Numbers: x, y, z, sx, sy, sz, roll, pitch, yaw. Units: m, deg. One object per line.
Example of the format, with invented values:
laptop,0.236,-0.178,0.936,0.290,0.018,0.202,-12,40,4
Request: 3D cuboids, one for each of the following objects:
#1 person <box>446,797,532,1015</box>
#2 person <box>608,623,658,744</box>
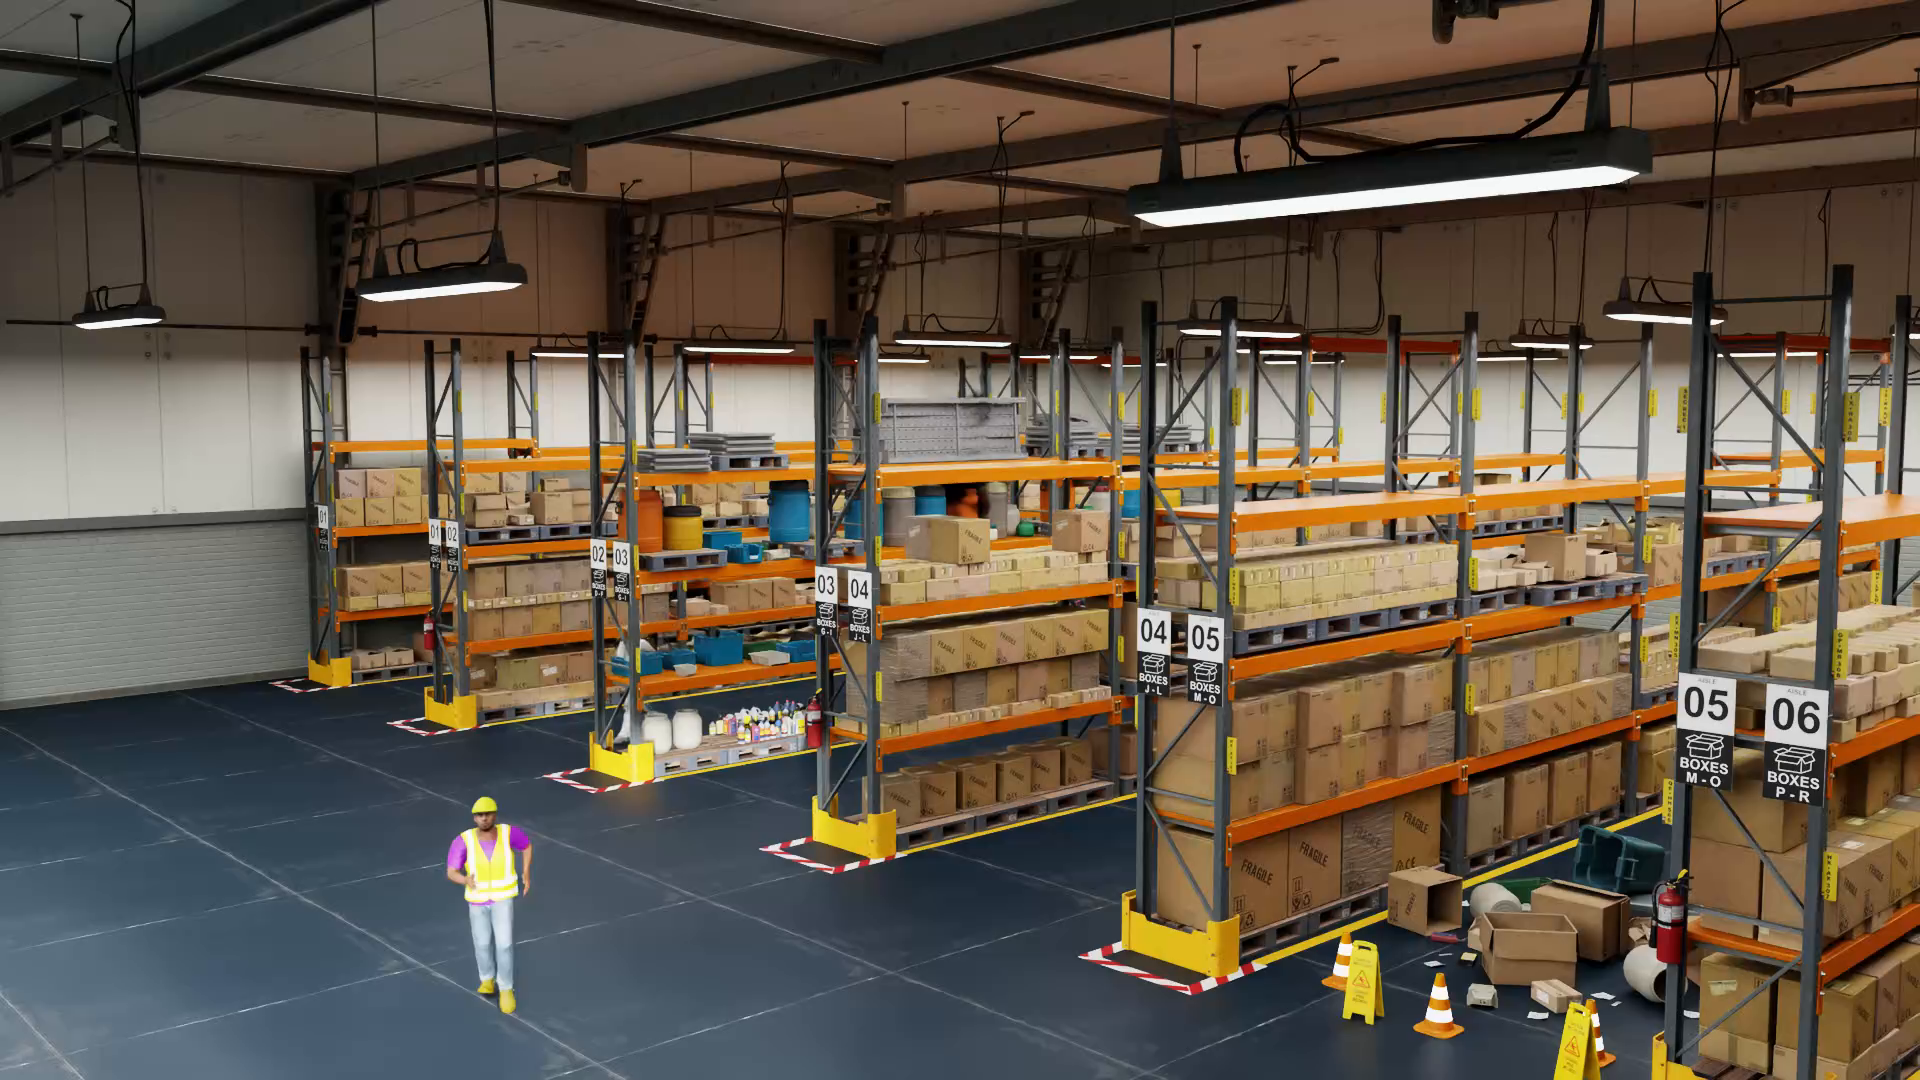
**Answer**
person,-3.961,3.049,14.005,0.682,1.796,0.747,-1,5,-11
person,-4.834,2.079,24.645,0.685,1.765,0.984,4,6,36
